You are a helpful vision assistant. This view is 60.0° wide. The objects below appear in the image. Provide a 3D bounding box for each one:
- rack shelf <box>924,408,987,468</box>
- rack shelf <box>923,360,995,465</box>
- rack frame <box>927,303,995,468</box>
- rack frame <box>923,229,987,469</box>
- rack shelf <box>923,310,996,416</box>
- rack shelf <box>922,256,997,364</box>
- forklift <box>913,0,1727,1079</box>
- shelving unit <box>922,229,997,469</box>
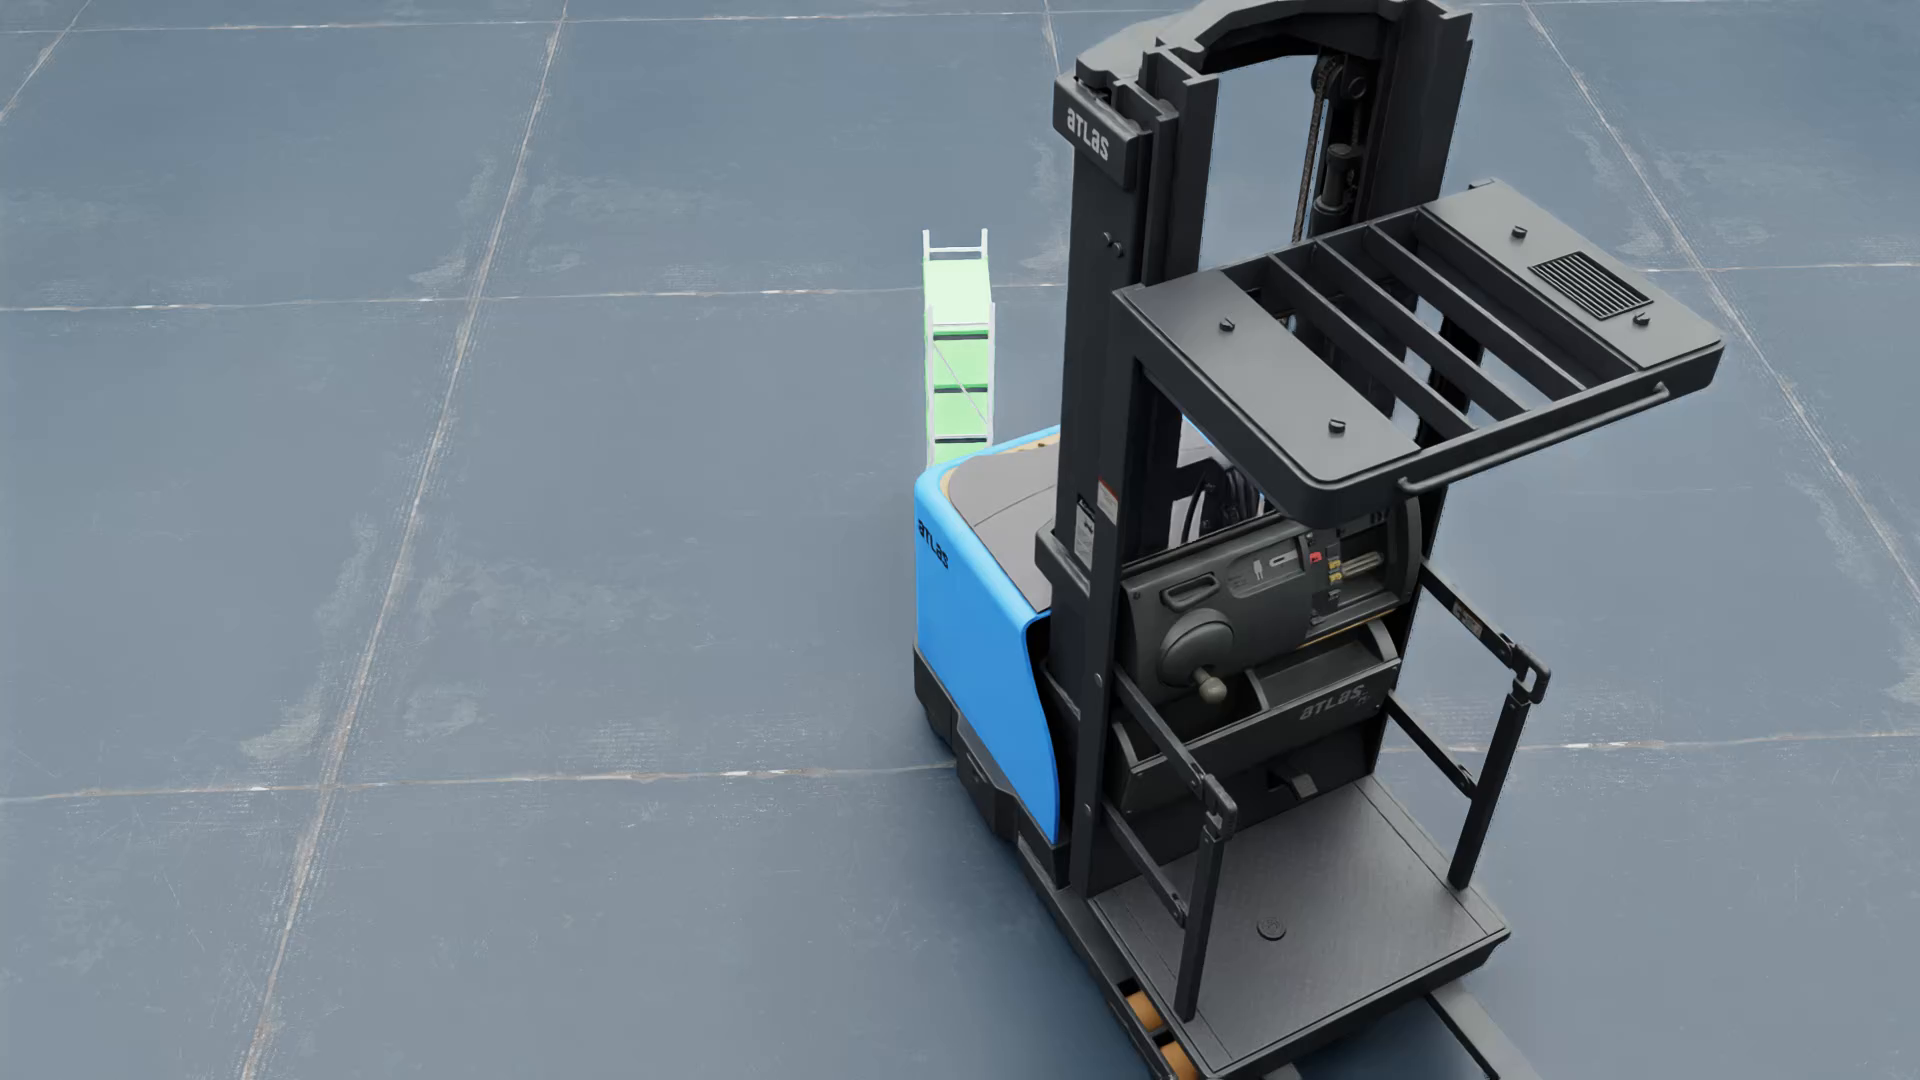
[{"bbox_3d":[-0.007,-0.330,6.672,0.258,0.148,0.480,-2,43,-2],"label":"rack shelf"},{"bbox_3d":[-0.007,-0.507,6.510,0.258,0.148,0.480,-2,43,-2],"label":"rack shelf"},{"bbox_3d":[0.003,-0.389,6.287,0.240,1.200,0.015,-2,43,-2],"label":"rack frame"},{"bbox_3d":[-0.017,-0.719,6.646,0.240,1.200,0.015,-2,43,-2],"label":"rack frame"},{"bbox_3d":[-0.007,-0.684,6.347,0.258,0.148,0.480,-2,43,-2],"label":"rack shelf"},{"bbox_3d":[-0.007,-0.861,6.185,0.258,0.148,0.480,-2,43,-2],"label":"rack shelf"},{"bbox_3d":[0.956,0.225,4.335,1.130,2.935,3.031,-19,46,-20],"label":"forklift"},{"bbox_3d":[-0.007,-0.554,6.466,0.258,1.200,0.503,-2,43,-2],"label":"shelving unit"}]
